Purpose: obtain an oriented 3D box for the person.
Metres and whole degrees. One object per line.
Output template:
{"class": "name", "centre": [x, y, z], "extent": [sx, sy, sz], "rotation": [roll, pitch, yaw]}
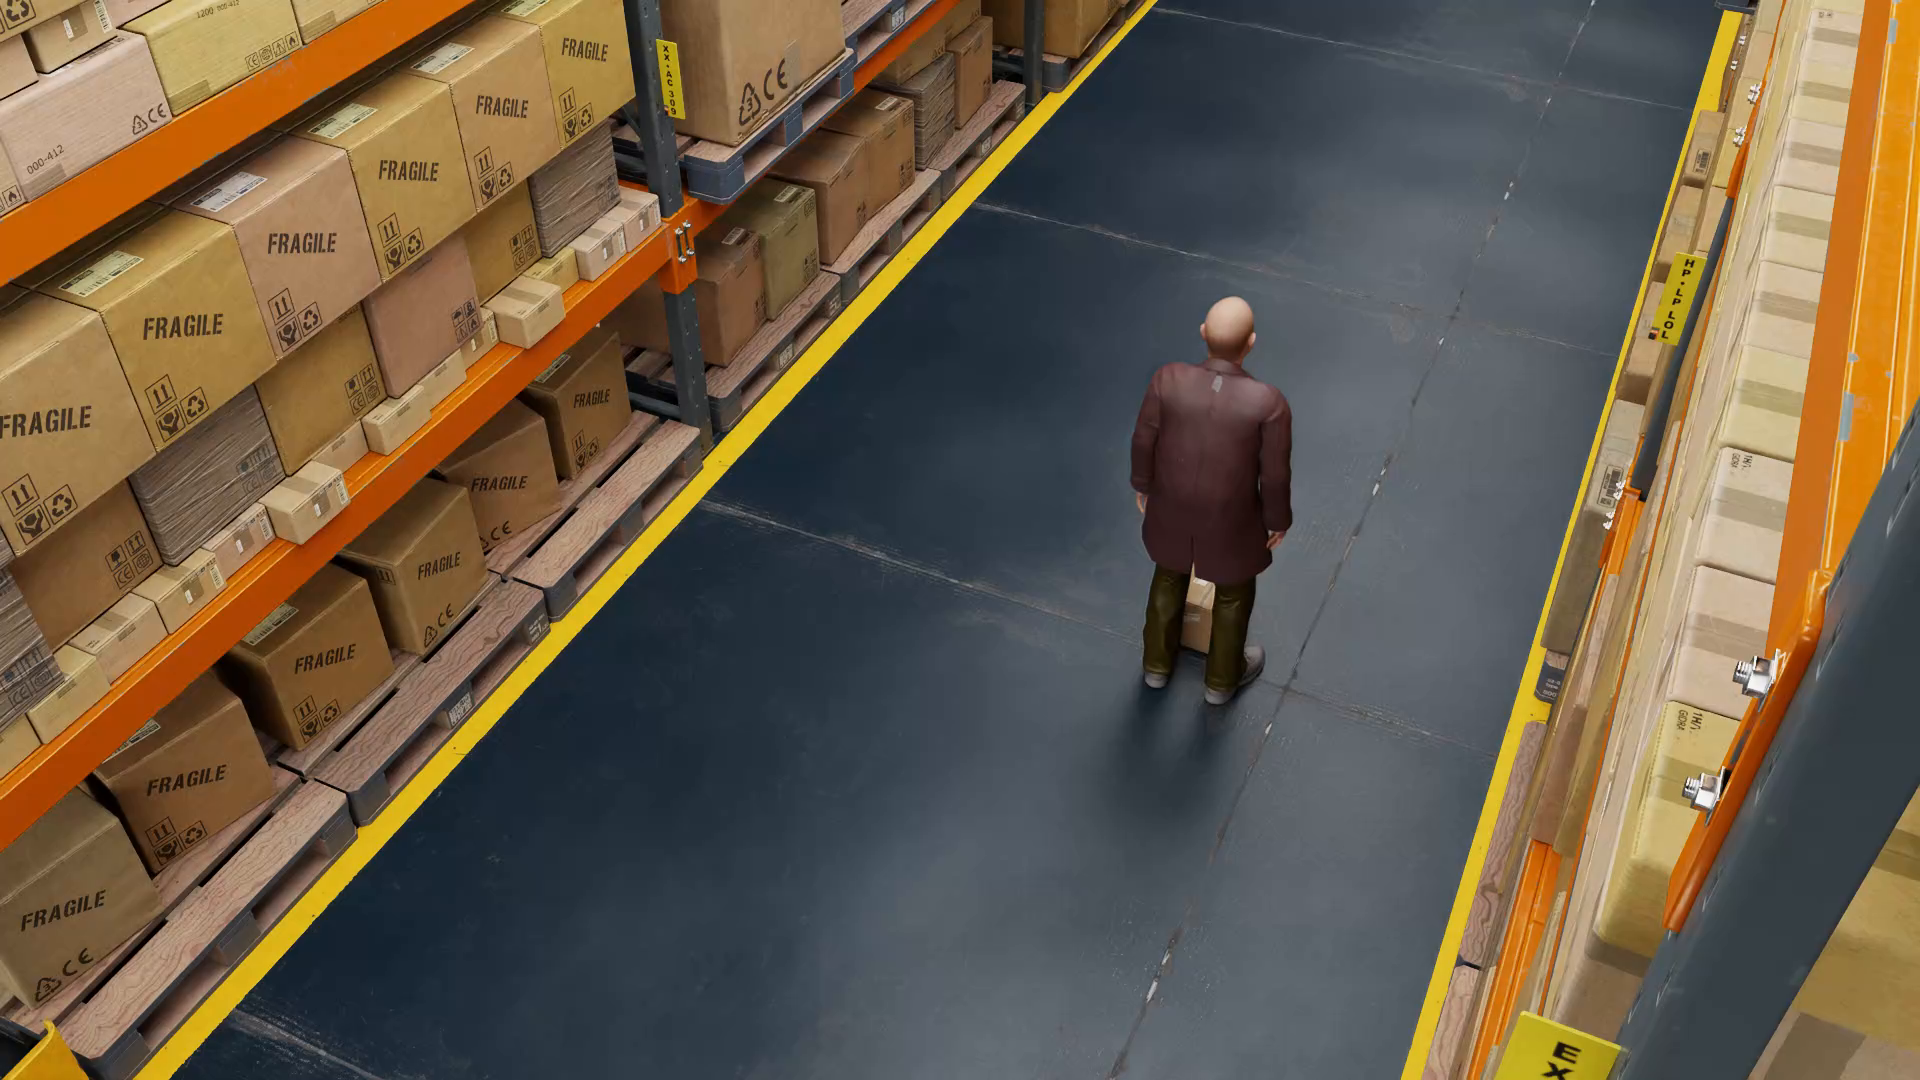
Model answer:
{"class": "person", "centre": [0.944, -0.127, 6.315], "extent": [0.643, 1.774, 0.424], "rotation": [18, 44, 19]}
